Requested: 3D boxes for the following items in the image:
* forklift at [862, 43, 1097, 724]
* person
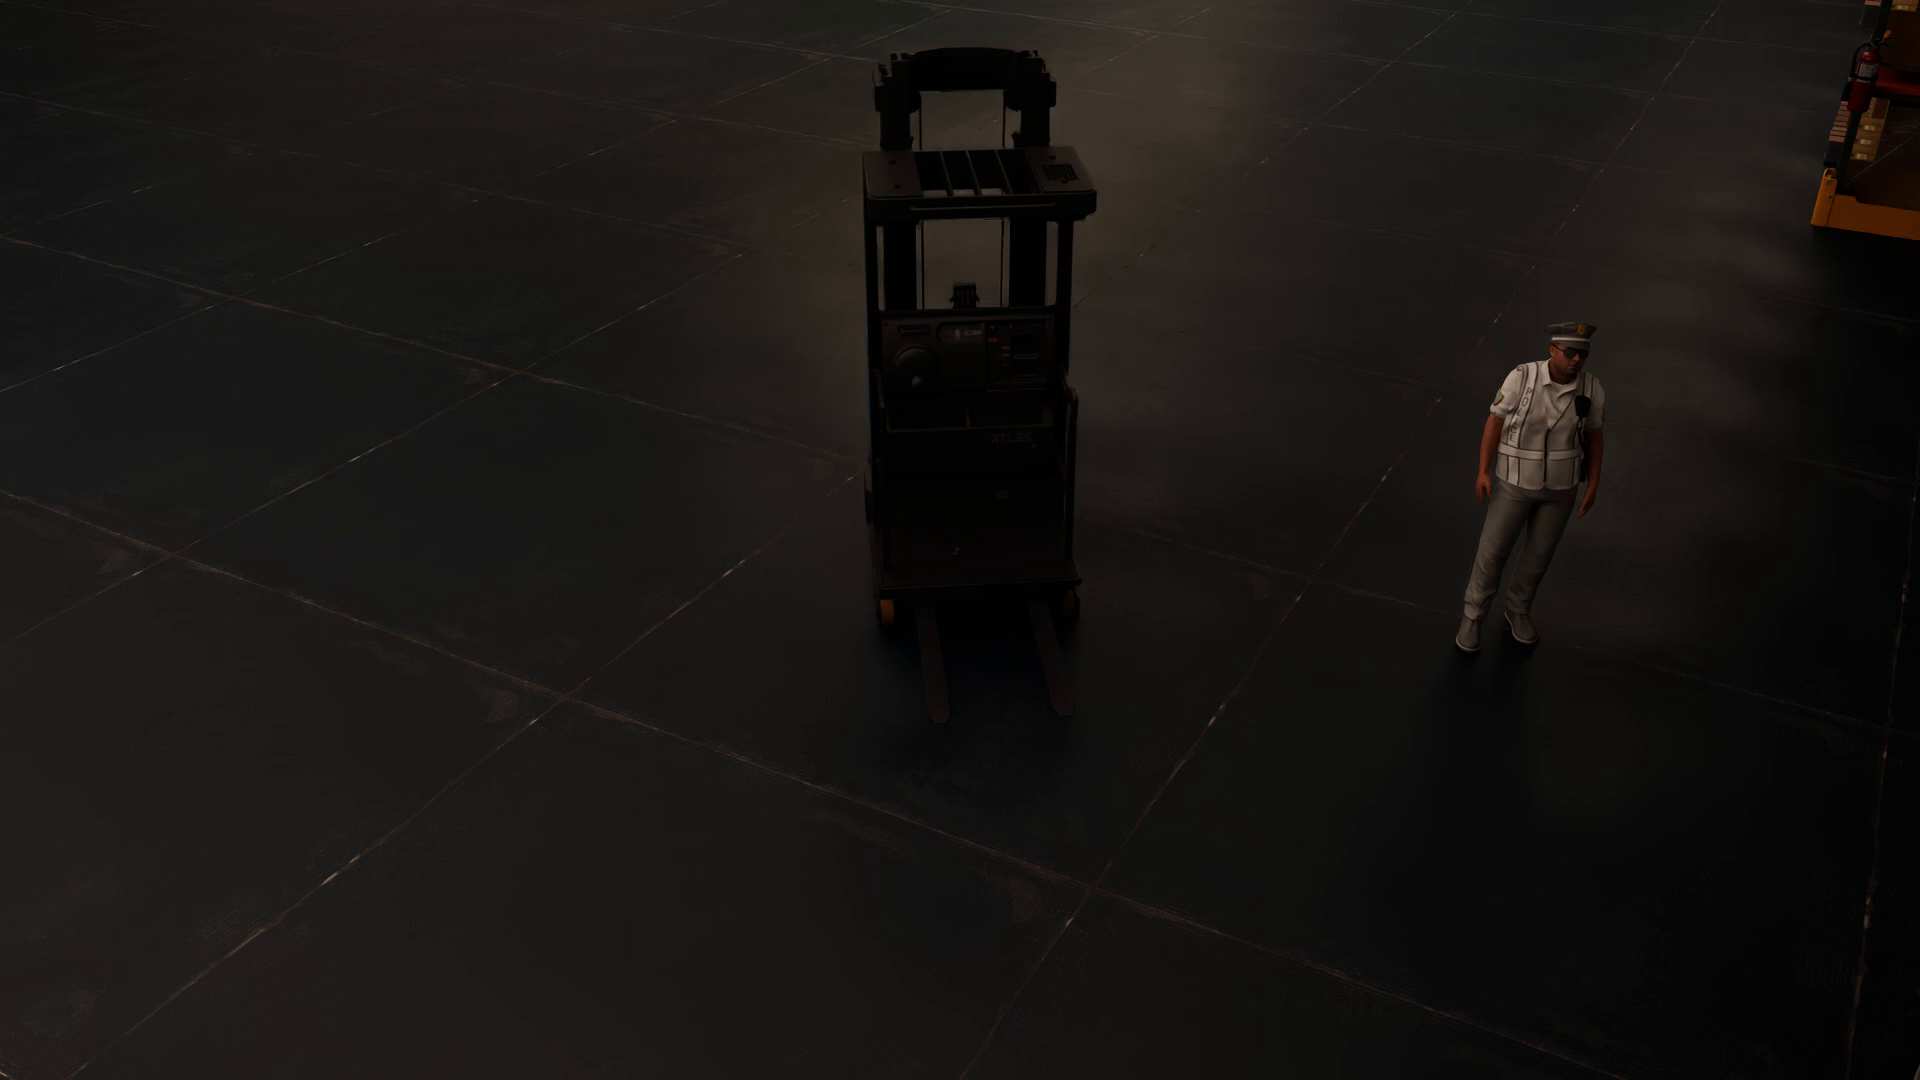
[{"bbox_3d":[0.070,-0.960,8.734,1.130,2.935,3.031,-3,30,-5],"label":"forklift"},{"bbox_3d":[3.024,-0.281,8.692,0.638,1.781,0.576,4,30,6],"label":"person"}]
